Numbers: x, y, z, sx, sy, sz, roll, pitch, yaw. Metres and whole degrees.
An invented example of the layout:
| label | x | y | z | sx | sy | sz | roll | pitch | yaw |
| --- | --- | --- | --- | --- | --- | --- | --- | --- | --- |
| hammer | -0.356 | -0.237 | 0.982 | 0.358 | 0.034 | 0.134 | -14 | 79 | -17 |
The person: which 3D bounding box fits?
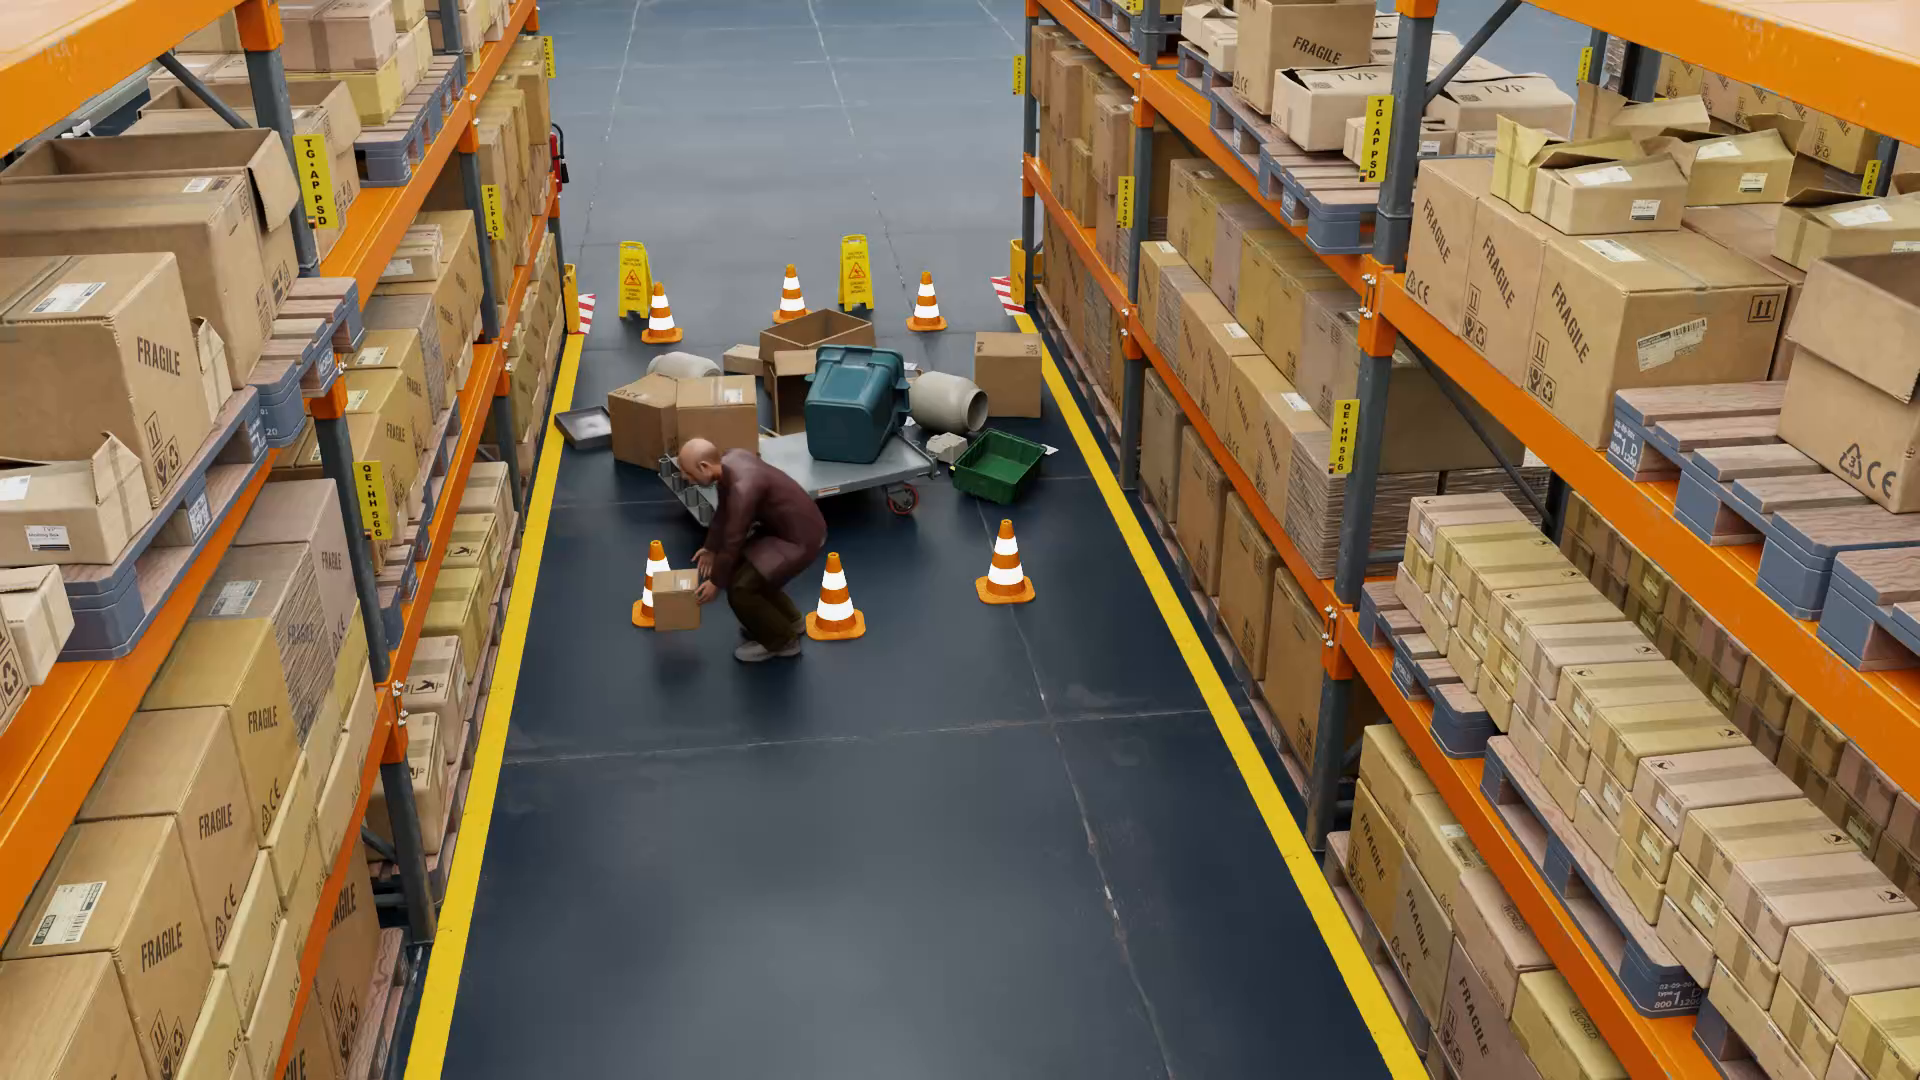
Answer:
| label | x | y | z | sx | sy | sz | roll | pitch | yaw |
| --- | --- | --- | --- | --- | --- | --- | --- | --- | --- |
| person | -1.108 | 0.027 | 9.106 | 0.775 | 1.306 | 0.632 | -4 | 27 | -7 |
